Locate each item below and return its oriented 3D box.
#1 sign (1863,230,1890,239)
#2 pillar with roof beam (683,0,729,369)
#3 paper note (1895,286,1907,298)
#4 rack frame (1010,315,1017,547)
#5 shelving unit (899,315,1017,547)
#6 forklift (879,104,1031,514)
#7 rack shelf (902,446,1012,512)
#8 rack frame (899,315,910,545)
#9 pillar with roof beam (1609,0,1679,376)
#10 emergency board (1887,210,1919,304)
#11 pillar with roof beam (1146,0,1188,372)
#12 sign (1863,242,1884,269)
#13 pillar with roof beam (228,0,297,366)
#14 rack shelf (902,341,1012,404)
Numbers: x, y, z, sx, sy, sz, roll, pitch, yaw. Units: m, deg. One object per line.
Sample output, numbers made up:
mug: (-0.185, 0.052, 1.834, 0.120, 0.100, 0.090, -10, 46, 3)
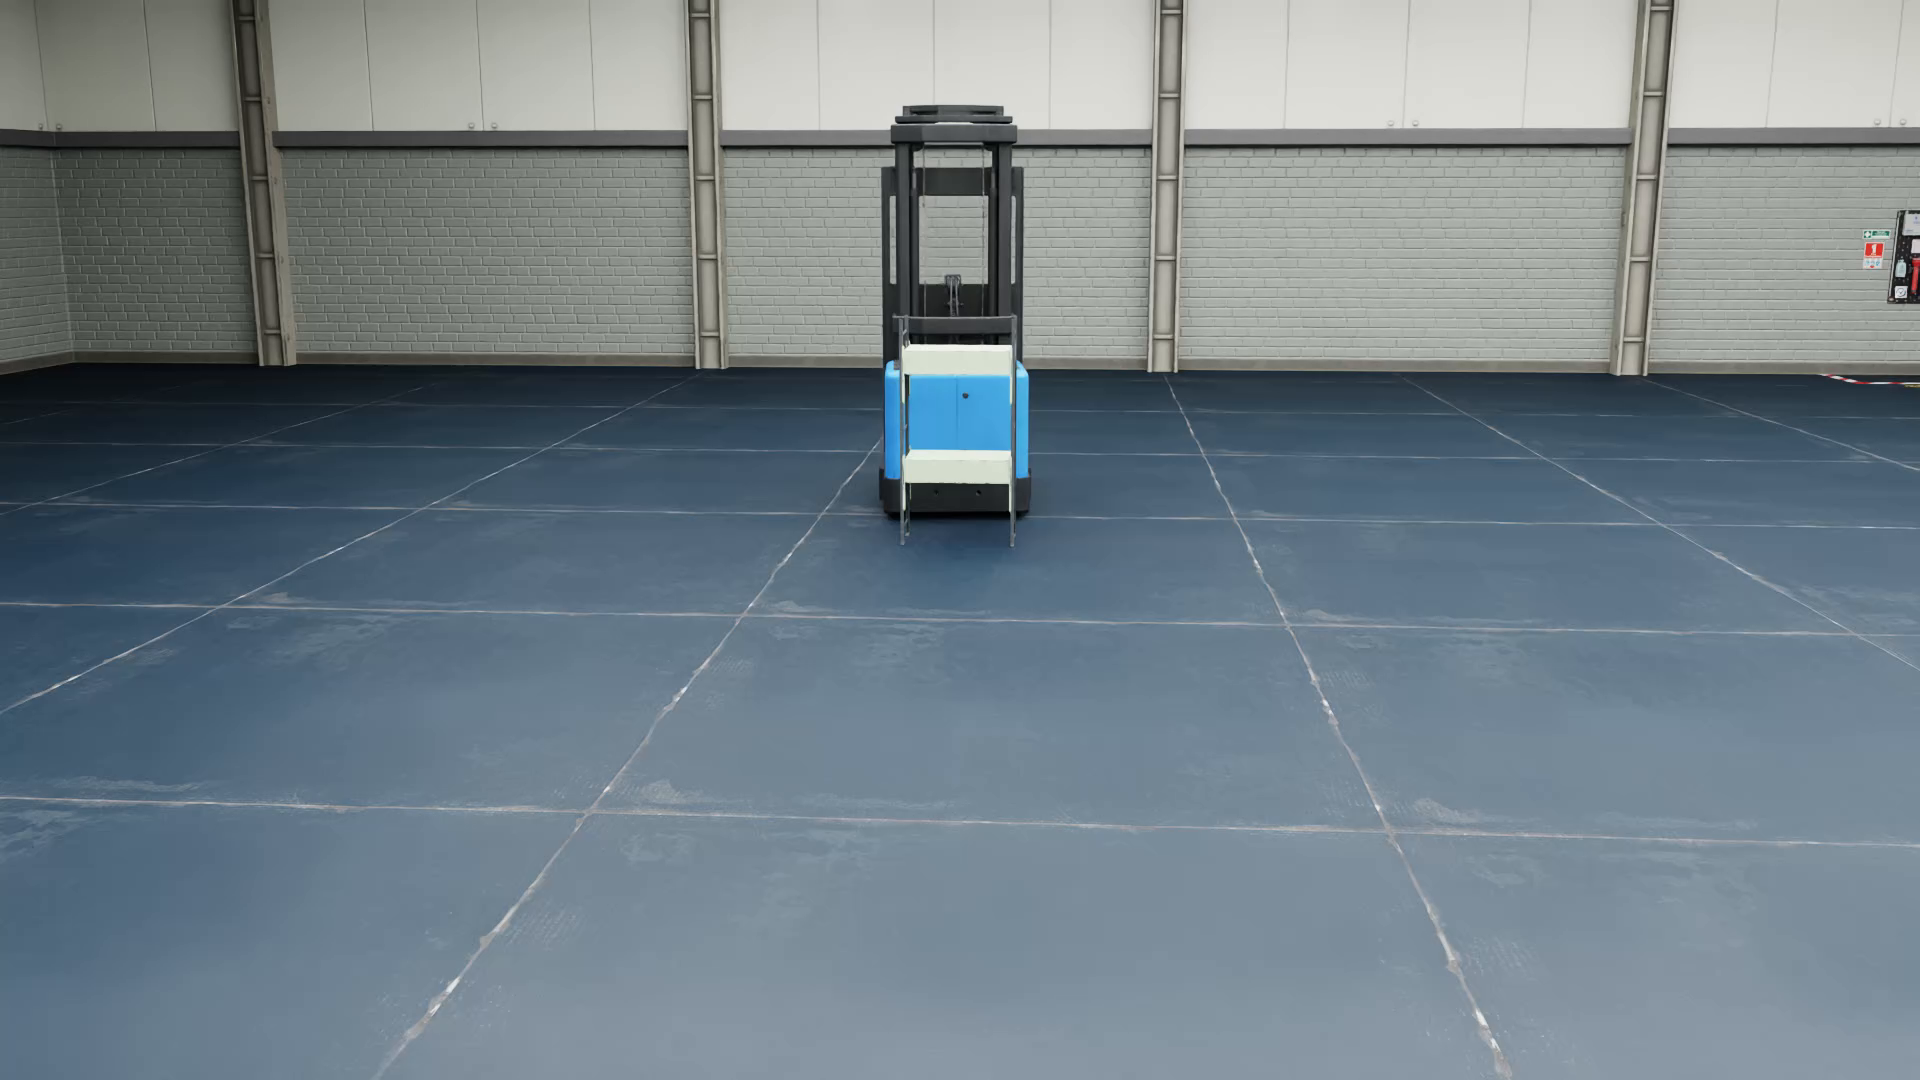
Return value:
sign: (11.634, -3.879, 21.106, 0.331, 0.109, 0.001, 1, 12, 4)
pillar with roof beam: (-3.610, -5.837, 17.195, 0.400, 9.000, 9.100, 1, 12, 4)
paper note: (12.003, -3.161, 21.205, 0.142, 0.148, 0.016, 1, 12, 4)
rack frame: (0.359, -0.729, 11.091, 0.023, 1.500, 0.400, 1, 12, 4)
shelving unit: (-0.007, -0.734, 11.115, 0.755, 1.500, 0.431, 1, 12, 4)
forklift: (-0.065, -1.874, 13.069, 1.130, 2.935, 3.031, 0, 12, -2)
rack shelf: (-0.007, -0.415, 11.182, 0.720, 0.370, 0.431, 1, 12, 4)
rack frame: (-0.372, -0.739, 11.139, 0.023, 1.500, 0.400, 1, 12, 4)
pillar with roof beam: (8.364, -5.673, 16.411, 0.400, 9.000, 9.100, 1, 12, 4)
emergency board: (12.175, -3.576, 21.036, 0.643, 1.169, 0.194, 1, 12, 4)
pillar with roof beam: (2.377, -5.755, 16.803, 0.400, 9.000, 9.100, 1, 12, 4)
sign: (11.630, -3.622, 21.169, 0.234, 0.329, 0.001, 1, 12, 4)
pillar with roof beam: (-9.596, -5.919, 17.588, 0.400, 9.000, 9.100, 1, 12, 4)
rack shelf: (-0.007, -1.116, 11.035, 0.720, 0.370, 0.431, 1, 12, 4)
